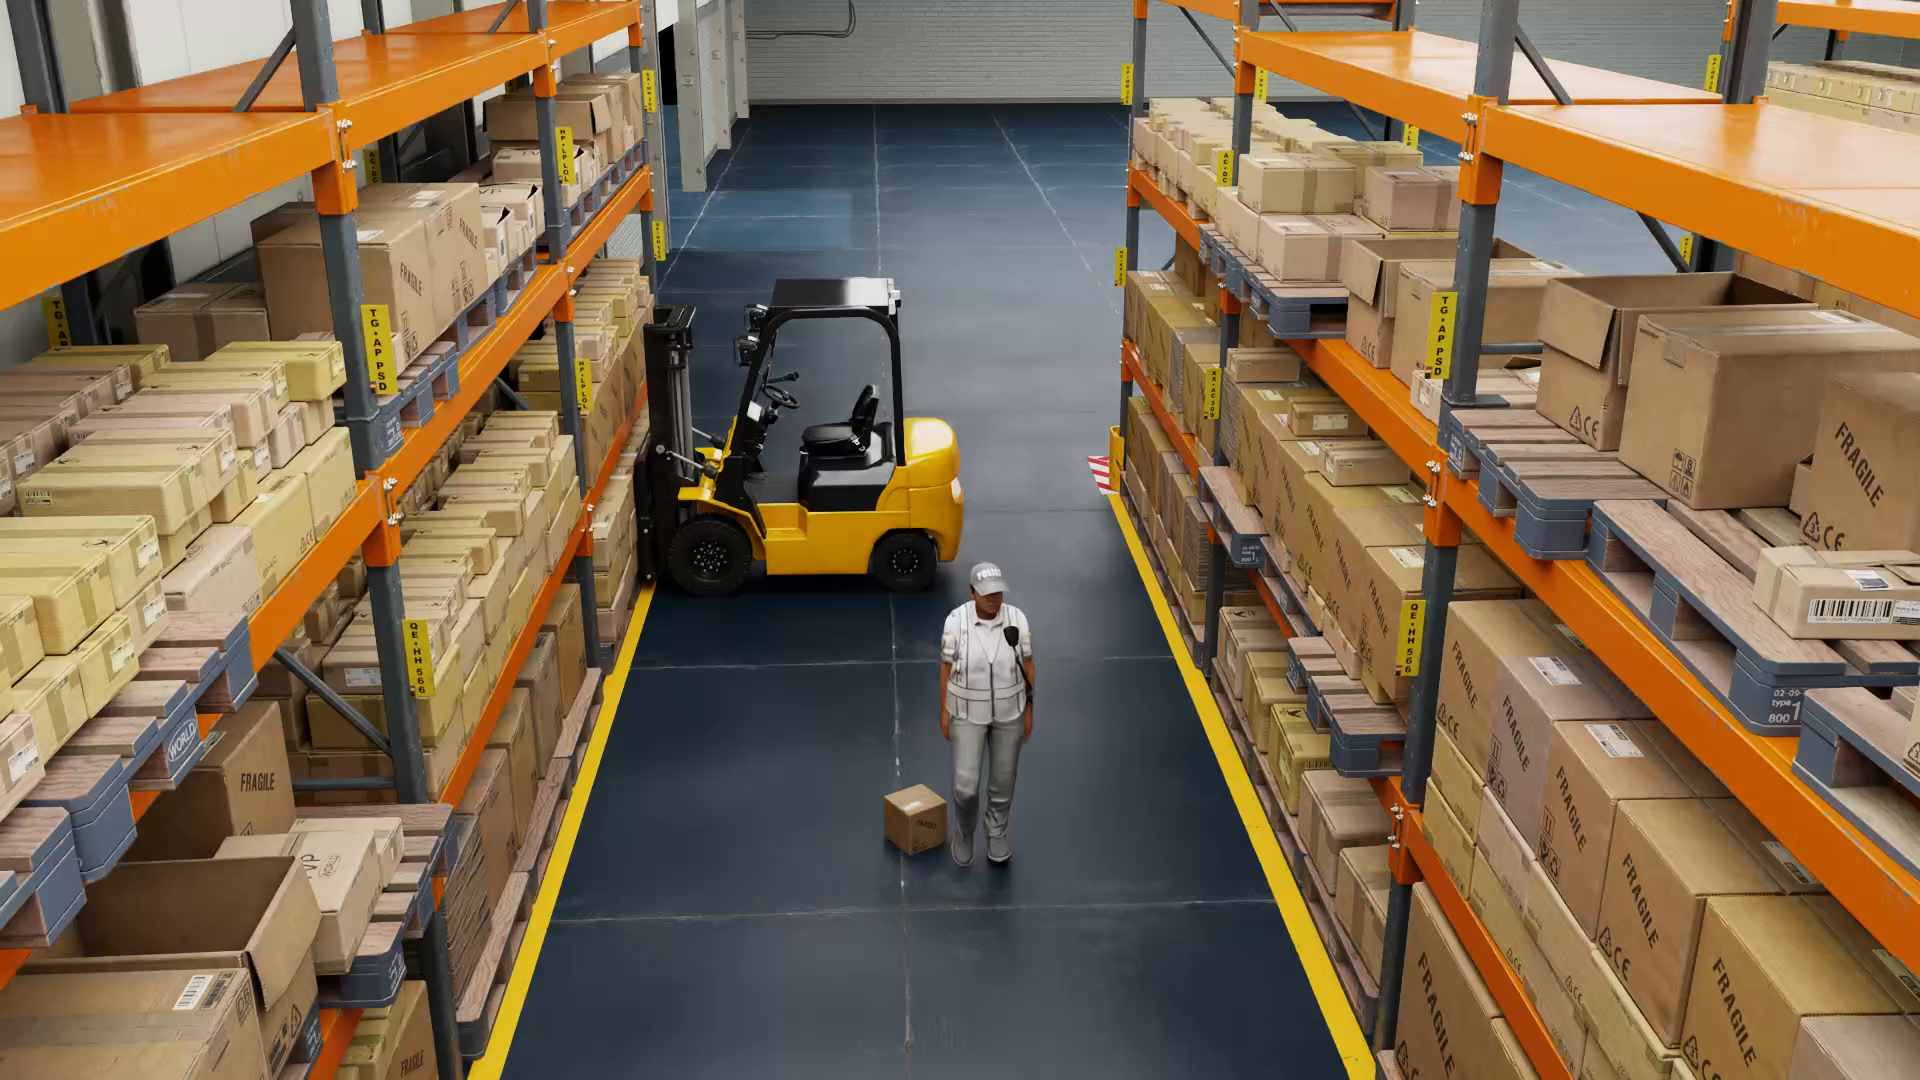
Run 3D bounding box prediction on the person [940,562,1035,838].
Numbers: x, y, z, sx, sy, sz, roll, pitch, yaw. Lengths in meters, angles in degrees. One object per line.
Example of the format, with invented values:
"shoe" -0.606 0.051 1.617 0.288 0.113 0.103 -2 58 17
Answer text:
"person" 0.156 0.875 8.546 0.485 1.582 0.468 -4 21 -10
